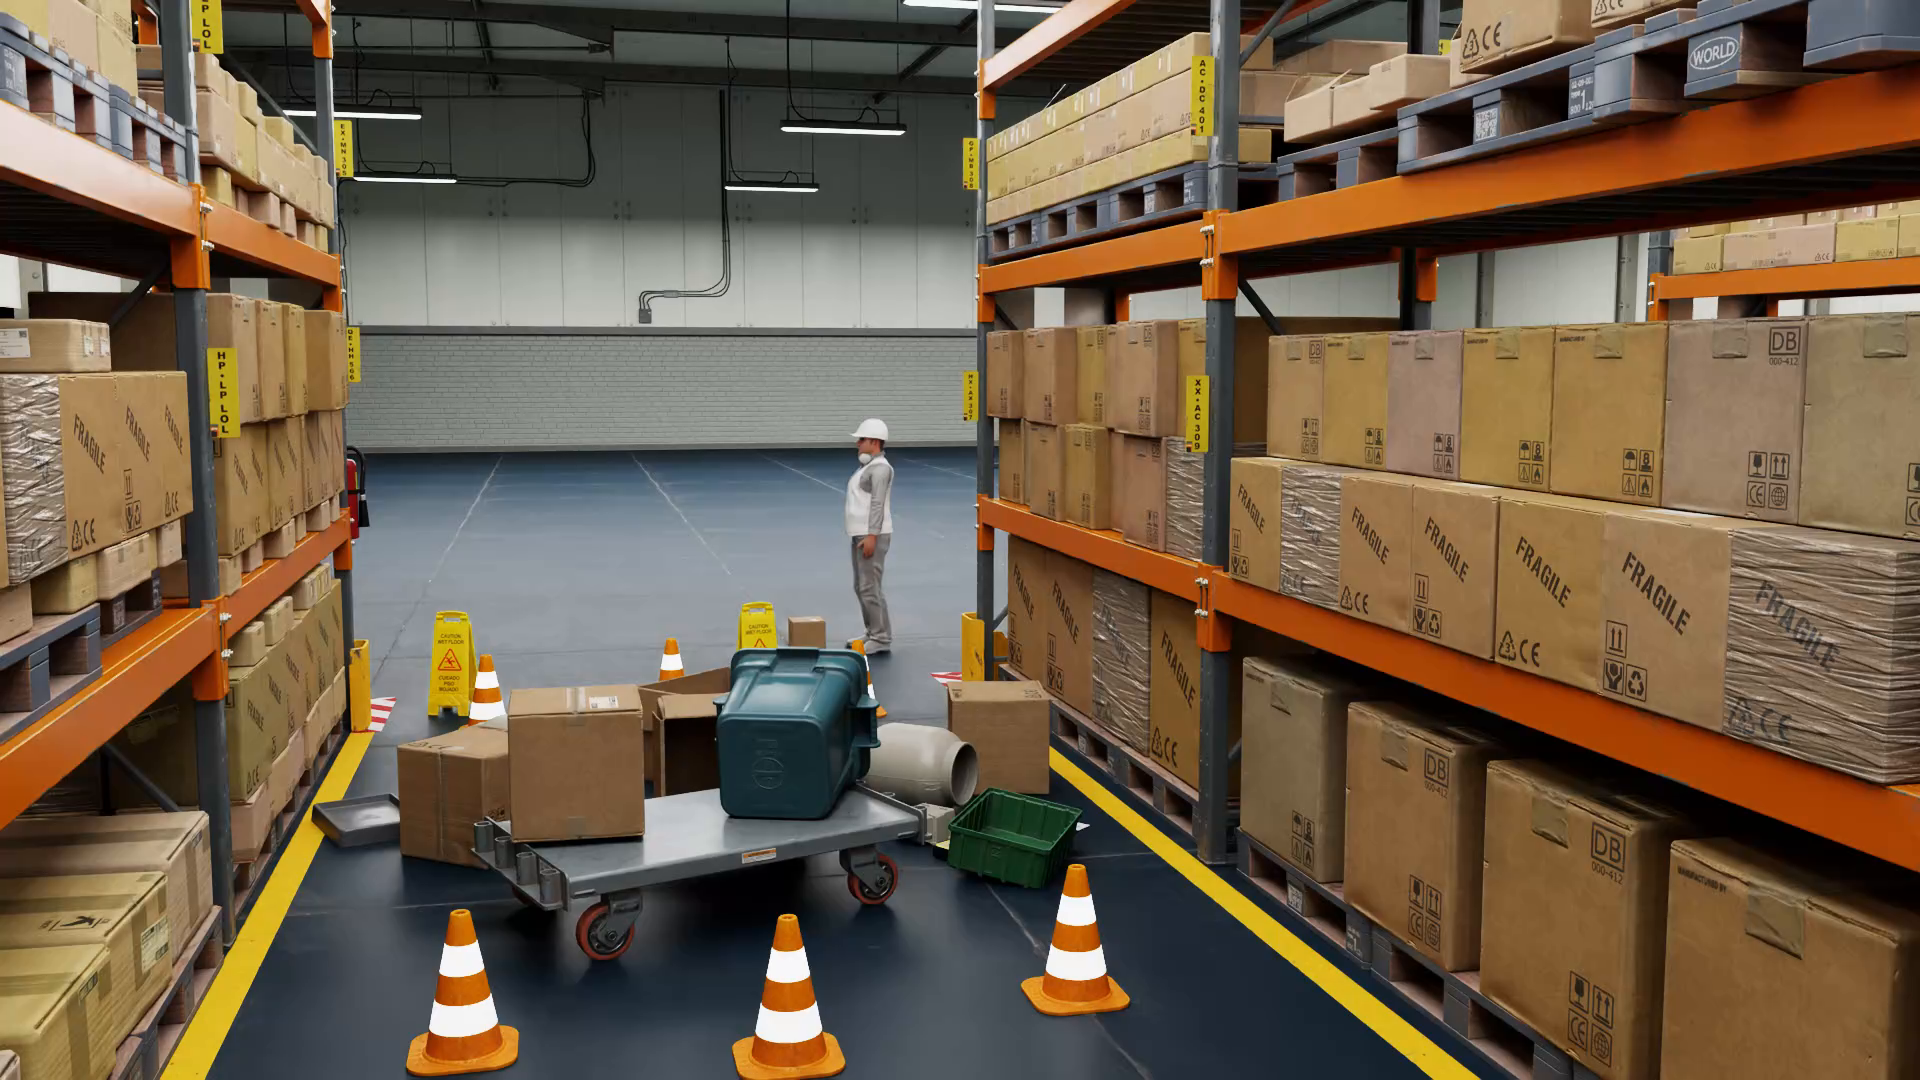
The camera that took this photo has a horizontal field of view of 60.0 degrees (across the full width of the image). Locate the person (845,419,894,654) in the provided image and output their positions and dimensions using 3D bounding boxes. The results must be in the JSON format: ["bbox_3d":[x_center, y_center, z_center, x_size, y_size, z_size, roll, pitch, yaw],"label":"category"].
[{"bbox_3d":[-0.695,-0.035,12.688,0.359,1.774,0.533,-1,6,-12],"label":"person"}]
